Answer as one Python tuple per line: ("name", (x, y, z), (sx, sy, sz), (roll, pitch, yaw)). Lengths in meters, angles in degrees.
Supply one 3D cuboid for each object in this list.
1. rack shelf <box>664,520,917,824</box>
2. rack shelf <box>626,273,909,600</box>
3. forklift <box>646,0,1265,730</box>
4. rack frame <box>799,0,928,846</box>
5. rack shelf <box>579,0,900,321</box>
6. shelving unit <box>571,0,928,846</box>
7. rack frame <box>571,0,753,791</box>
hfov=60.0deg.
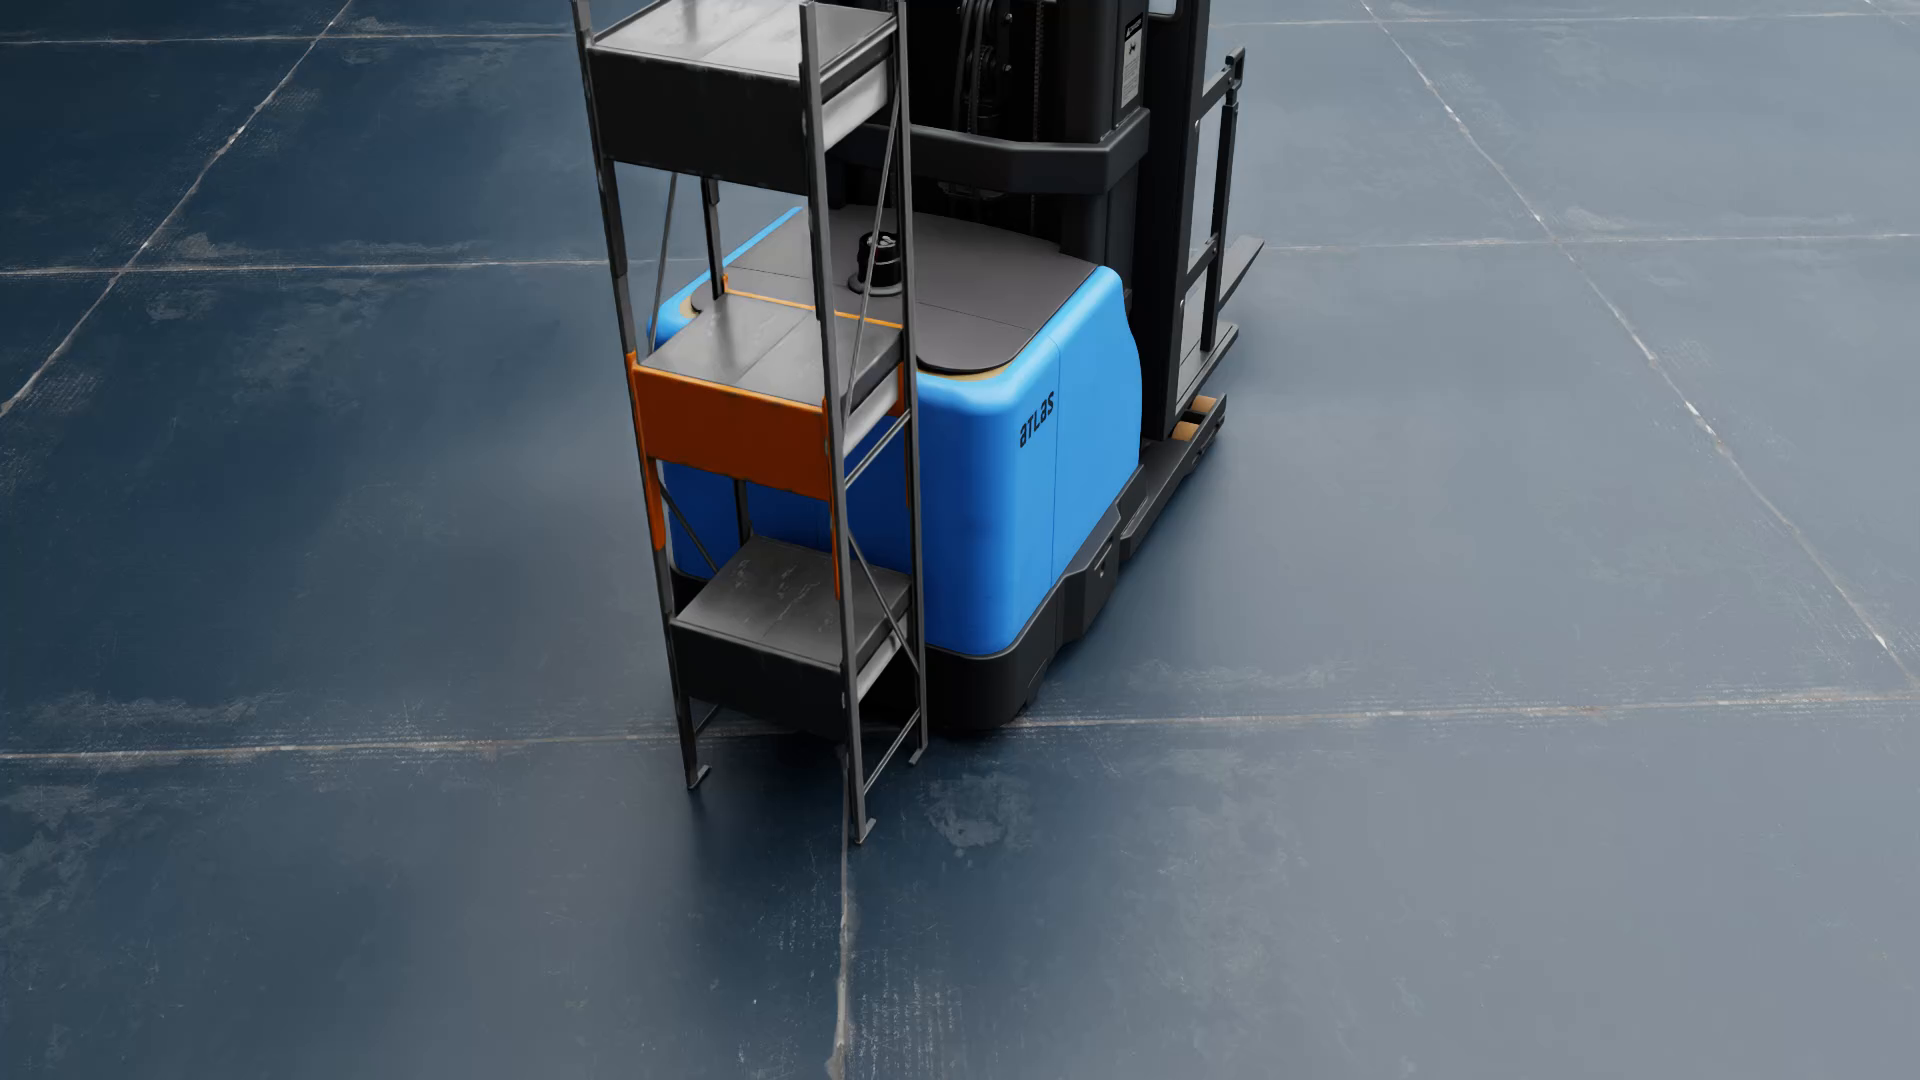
("rack shelf", (-0.400, 0.325, 4.179), (0.480, 0.518, 0.431), (14, 39, 20))
("rack shelf", (-0.407, -0.241, 3.767), (0.480, 0.518, 0.431), (14, 39, 20))
("forklift", (0.265, -1.531, 4.886), (1.130, 2.935, 3.031), (15, 37, 20))
("rack frame", (-0.184, -0.196, 3.678), (0.015, 2.100, 0.400), (14, 39, 20))
("rack shelf", (-0.414, -0.808, 3.356), (0.480, 0.518, 0.431), (14, 39, 20))
("shelving unit", (-0.407, -0.252, 3.759), (0.503, 2.100, 0.431), (14, 39, 20))
("rack frame", (-0.630, -0.309, 3.841), (0.015, 2.100, 0.400), (14, 39, 20))
